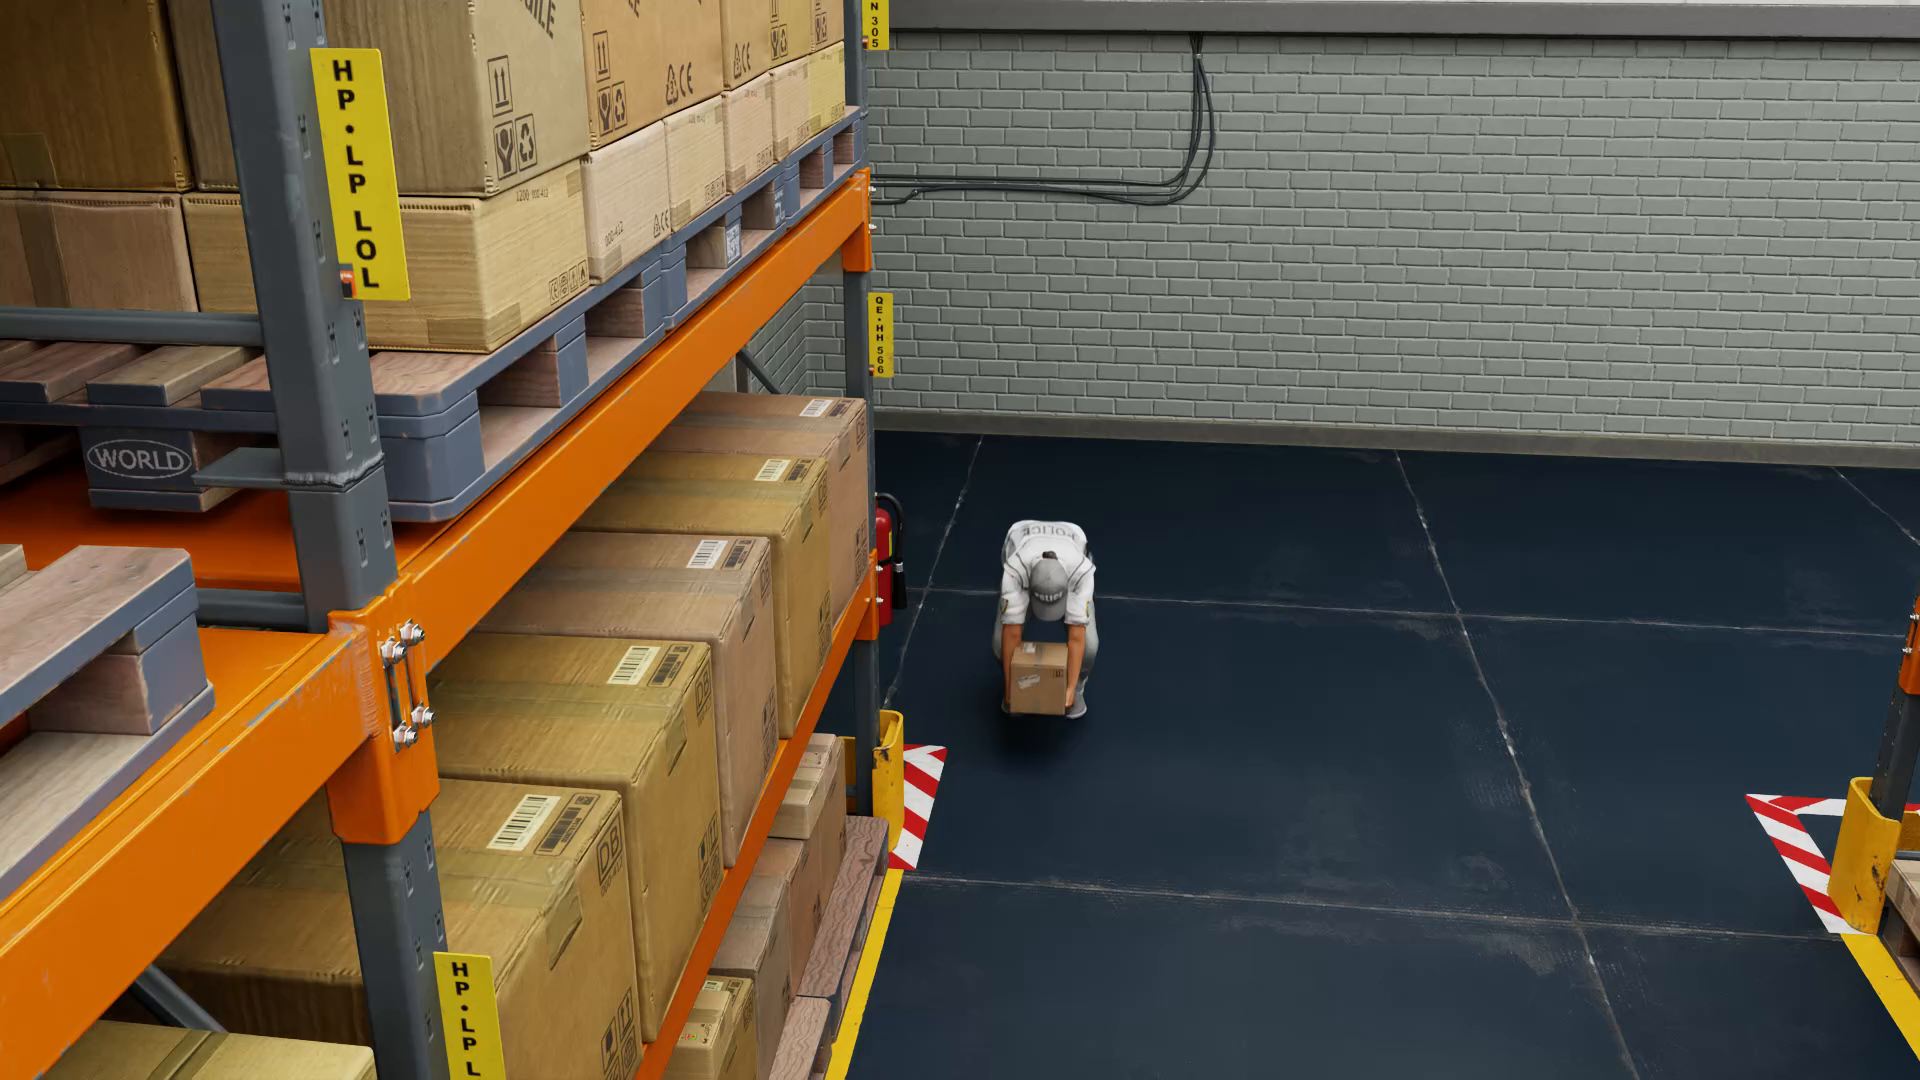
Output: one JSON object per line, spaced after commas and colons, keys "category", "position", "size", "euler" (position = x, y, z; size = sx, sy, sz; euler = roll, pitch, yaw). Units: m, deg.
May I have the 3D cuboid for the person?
{"category": "person", "position": [0.406, 0.418, 7.931], "size": [0.515, 0.999, 0.938], "euler": [1, 21, 4]}
